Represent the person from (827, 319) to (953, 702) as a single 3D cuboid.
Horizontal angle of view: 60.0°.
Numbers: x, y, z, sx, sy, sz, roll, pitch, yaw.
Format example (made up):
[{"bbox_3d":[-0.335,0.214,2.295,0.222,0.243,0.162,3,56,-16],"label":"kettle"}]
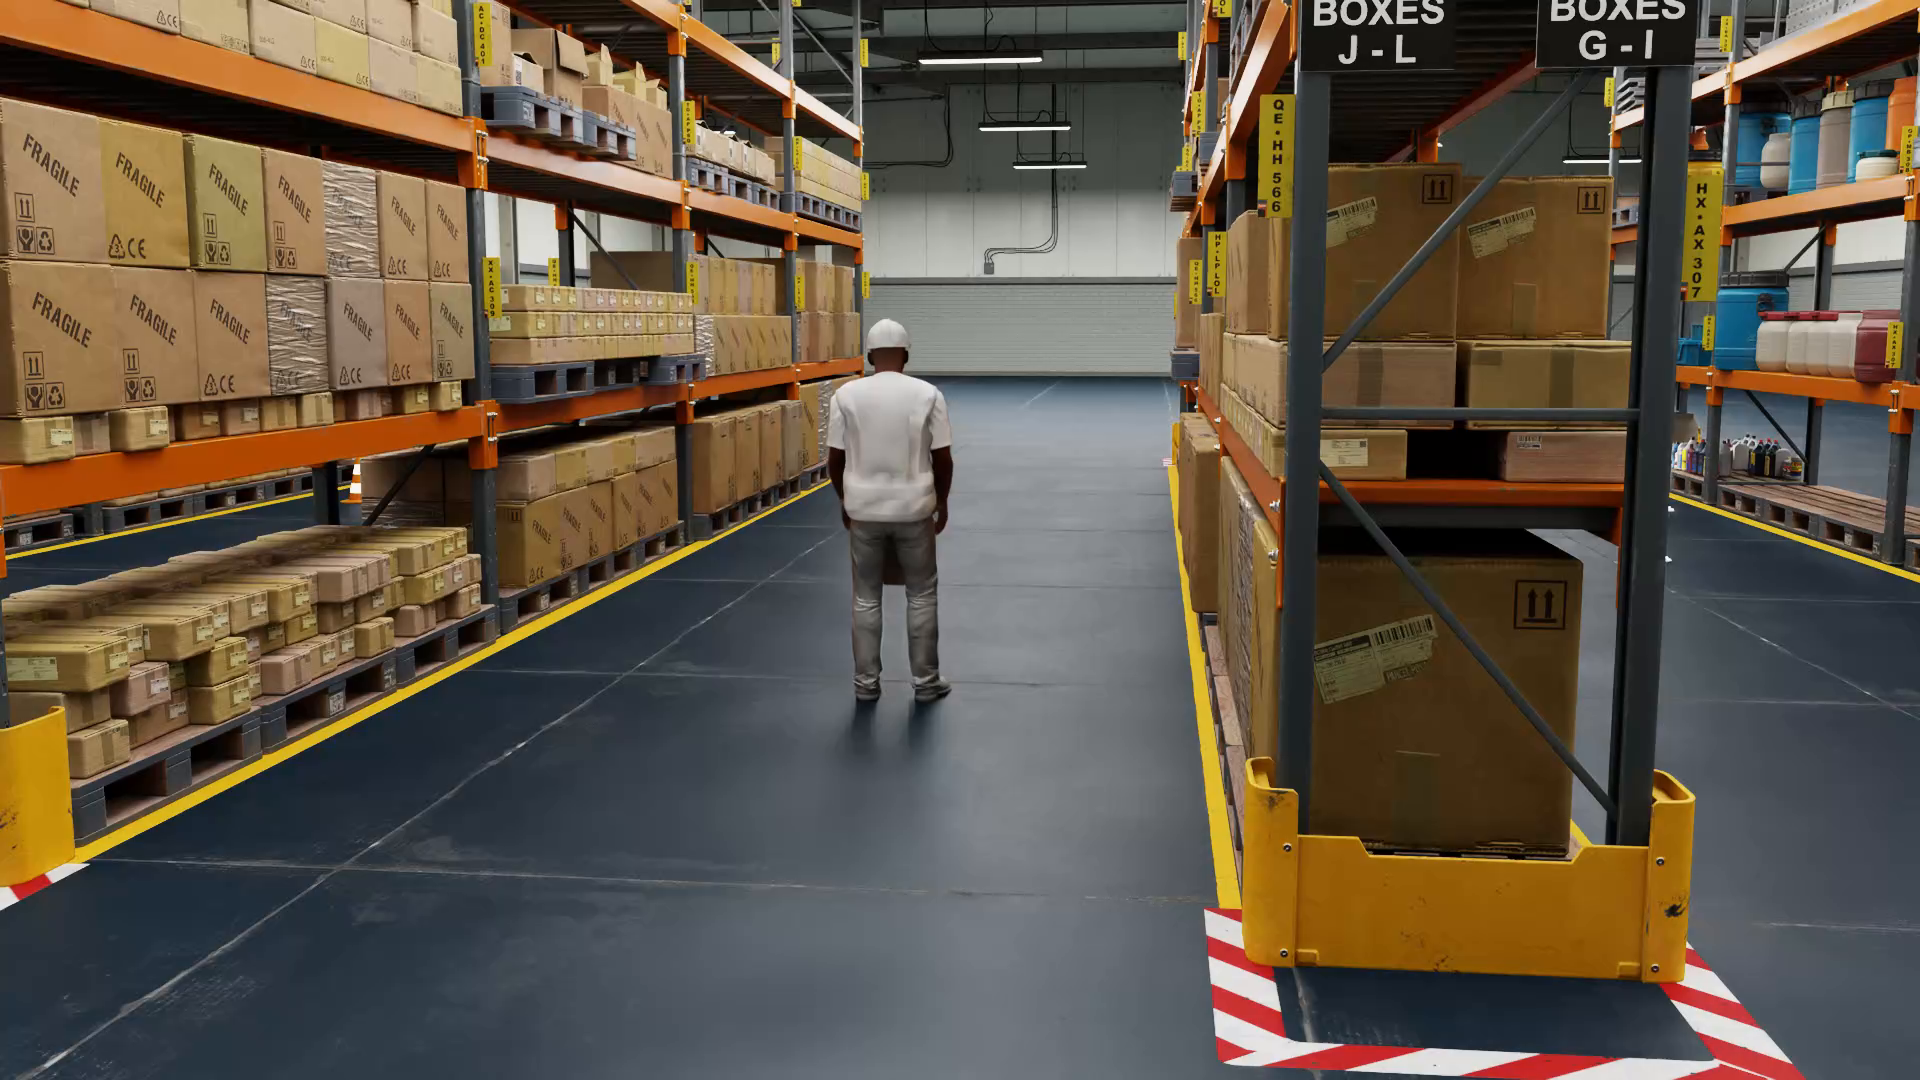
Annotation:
[{"bbox_3d":[-0.321,-0.133,7.717,0.583,1.763,0.422,1,8,5],"label":"person"}]
